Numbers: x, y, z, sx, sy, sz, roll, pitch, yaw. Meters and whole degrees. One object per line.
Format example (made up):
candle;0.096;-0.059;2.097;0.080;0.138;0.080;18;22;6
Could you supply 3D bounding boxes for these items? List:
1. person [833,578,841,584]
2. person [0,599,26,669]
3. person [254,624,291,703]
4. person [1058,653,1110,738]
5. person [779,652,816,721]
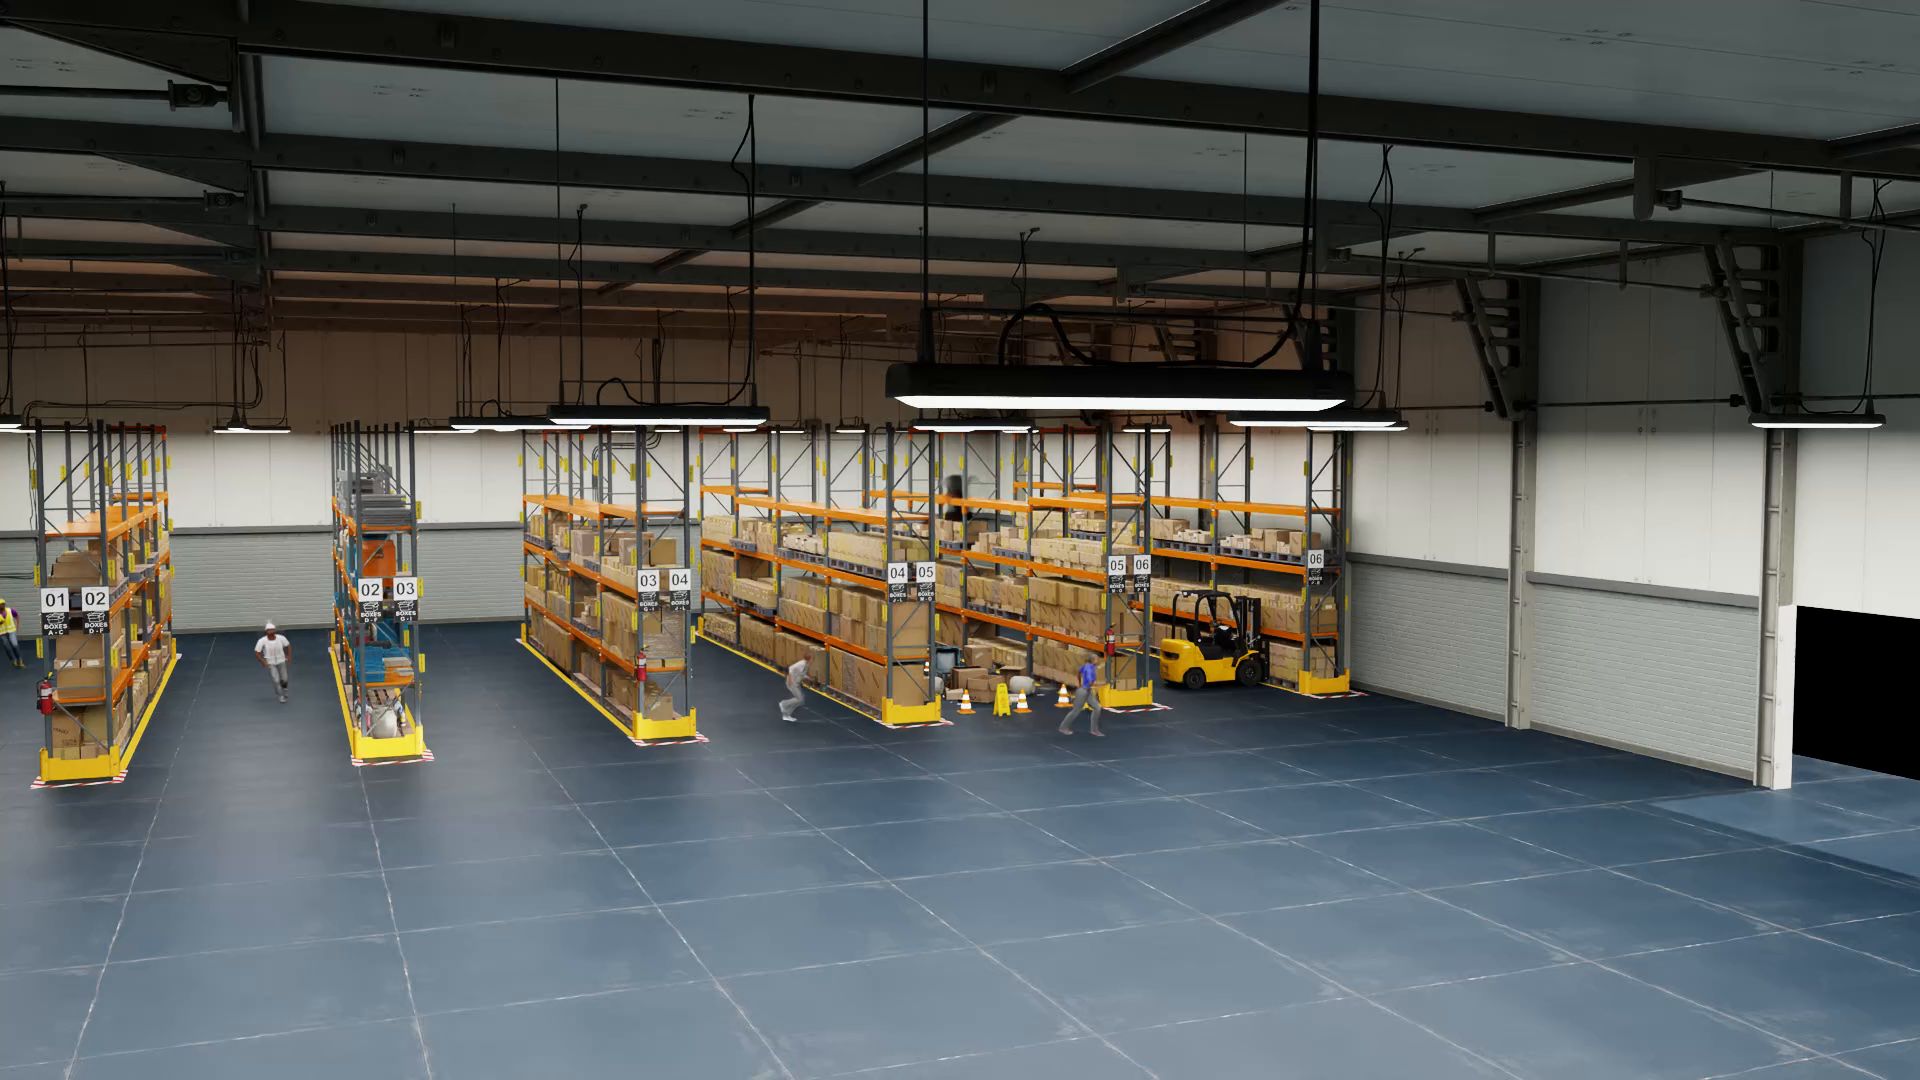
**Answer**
person;-3.346;1.927;46.584;0.725;1.735;0.660;-1;4;-17
person;-23.498;2.313;40.974;0.767;1.778;0.688;-2;4;-30
person;-14.747;2.642;35.694;0.755;1.723;0.571;-2;4;-28
person;2.359;2.945;31.515;0.969;1.609;0.572;1;4;15
person;-3.269;2.941;33.312;0.758;1.418;0.562;1;4;13
